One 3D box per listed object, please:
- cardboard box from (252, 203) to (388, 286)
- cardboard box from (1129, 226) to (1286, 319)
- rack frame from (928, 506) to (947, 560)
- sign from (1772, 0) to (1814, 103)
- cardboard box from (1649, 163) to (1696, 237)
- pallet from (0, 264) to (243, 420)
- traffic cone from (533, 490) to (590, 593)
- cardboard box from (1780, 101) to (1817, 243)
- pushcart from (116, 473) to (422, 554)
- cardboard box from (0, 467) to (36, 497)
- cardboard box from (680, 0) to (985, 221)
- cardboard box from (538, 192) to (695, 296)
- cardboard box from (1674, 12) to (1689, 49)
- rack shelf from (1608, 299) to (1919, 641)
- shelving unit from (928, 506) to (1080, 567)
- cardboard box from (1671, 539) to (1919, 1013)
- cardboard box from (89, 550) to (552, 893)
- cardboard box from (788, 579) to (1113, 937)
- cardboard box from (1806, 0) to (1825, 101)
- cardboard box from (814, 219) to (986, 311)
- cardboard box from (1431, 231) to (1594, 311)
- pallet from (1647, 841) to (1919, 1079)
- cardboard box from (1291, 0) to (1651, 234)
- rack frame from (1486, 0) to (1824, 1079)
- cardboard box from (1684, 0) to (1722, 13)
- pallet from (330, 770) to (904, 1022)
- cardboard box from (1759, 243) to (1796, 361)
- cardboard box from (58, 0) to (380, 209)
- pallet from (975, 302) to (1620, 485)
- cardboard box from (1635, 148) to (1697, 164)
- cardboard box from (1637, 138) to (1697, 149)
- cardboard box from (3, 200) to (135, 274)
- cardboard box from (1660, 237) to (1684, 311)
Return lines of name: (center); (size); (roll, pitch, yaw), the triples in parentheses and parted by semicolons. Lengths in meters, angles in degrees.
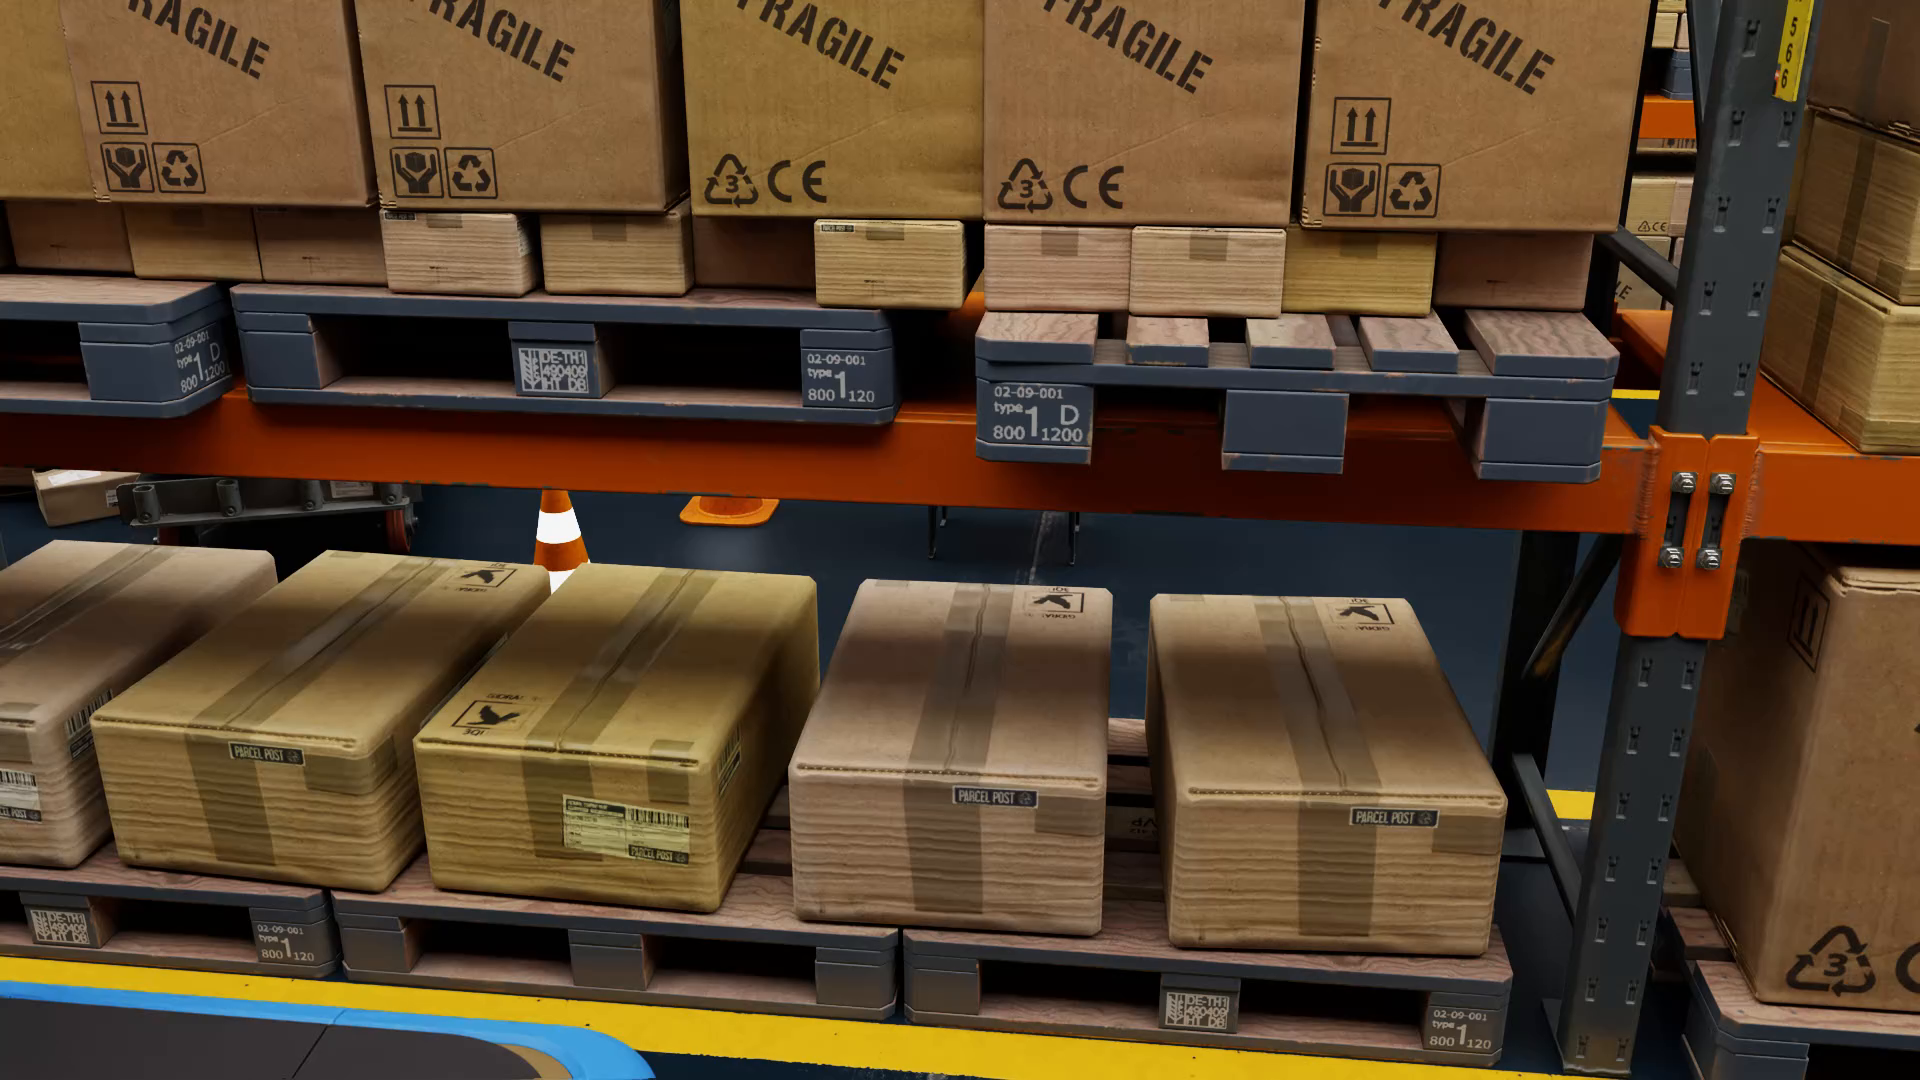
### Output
cardboard box: (-1.116, -0.598, 3.143); (0.250, 0.149, 0.380); (3, 22, 7)
cardboard box: (0.428, -0.508, 2.916); (0.250, 0.149, 0.380); (2, 22, 6)
rack frame: (-0.078, -0.980, 5.562); (0.015, 2.100, 0.400); (2, 22, 6)
sign: (1.257, -0.825, 2.480); (0.005, 0.325, 0.100); (2, 22, 6)
cardboard box: (3.443, -1.549, 7.587); (0.500, 0.250, 0.500); (3, 22, 7)
pallet: (-1.919, -0.520, 3.435); (1.213, 0.211, 1.003); (2, 22, 6)
traffic cone: (-1.265, 0.027, 5.241); (0.334, 0.463, 0.336); (2, 22, 6)
cardboard box: (1.822, -0.756, 3.297); (0.500, 0.250, 0.500); (2, 22, 6)
pushcart: (-2.442, -0.310, 6.211); (0.936, 0.377, 1.648); (-5, 22, -12)
cardboard box: (-3.661, -0.581, 6.541); (0.503, 0.637, 0.797); (2, 22, 6)
cardboard box: (-0.189, -0.860, 2.923); (0.500, 0.500, 0.500); (1, 22, 3)
cardboard box: (-0.590, -0.567, 3.064); (0.250, 0.149, 0.380); (2, 22, 5)
cardboard box: (3.281, -2.274, 7.383); (0.250, 0.149, 0.380); (3, 22, 8)
rack shelf: (3.297, -0.101, 3.094); (4.000, 0.370, 1.077); (2, 22, 6)
shelving unit: (0.164, -0.969, 5.536); (0.503, 2.100, 0.431); (2, 22, 6)
cardboard box: (1.987, 0.331, 3.341); (0.875, 0.875, 0.875); (2, 22, 6)
cardboard box: (-1.426, 0.383, 3.893); (0.625, 0.372, 0.950); (4, 22, 10)
cardboard box: (0.017, 0.448, 3.730); (0.625, 0.372, 0.950); (2, 22, 5)
cardboard box: (1.855, -1.107, 3.163); (0.500, 0.500, 0.500); (2, 22, 5)
cardboard box: (-0.096, -0.529, 2.969); (0.250, 0.149, 0.380); (3, 22, 7)
cardboard box: (0.958, -0.529, 2.968); (0.250, 0.149, 0.380); (3, 22, 8)
pallet: (2.085, 0.836, 3.537); (1.213, 0.211, 1.003); (2, 22, 6)
cardboard box: (0.827, -0.820, 2.823); (0.500, 0.500, 0.500); (2, 22, 5)
rack frame: (1.311, -0.522, 3.180); (0.127, 3.000, 1.000); (2, 22, 6)
cardboard box: (3.282, -2.413, 7.329); (0.250, 0.149, 0.380); (3, 22, 6)
pallet: (-0.673, 0.687, 3.916); (1.213, 0.211, 1.003); (2, 22, 6)
cardboard box: (1.844, -0.525, 3.392); (0.500, 0.250, 0.500); (2, 22, 4)
cardboard box: (-1.242, -0.902, 3.030); (0.500, 0.500, 0.500); (2, 22, 6)
pallet: (0.591, -0.425, 3.195); (1.003, 0.211, 1.213); (2, 22, 6)
cardboard box: (3.509, -1.736, 8.059); (0.500, 0.250, 0.500); (3, 22, 8)
cardboard box: (4.924, -3.233, 12.356); (0.875, 0.875, 1.225); (2, 22, 4)
cardboard box: (-1.612, -0.636, 3.239); (0.250, 0.149, 0.380); (4, 22, 10)
cardboard box: (3.476, -1.202, 7.728); (0.500, 0.500, 0.500); (2, 22, 5)
